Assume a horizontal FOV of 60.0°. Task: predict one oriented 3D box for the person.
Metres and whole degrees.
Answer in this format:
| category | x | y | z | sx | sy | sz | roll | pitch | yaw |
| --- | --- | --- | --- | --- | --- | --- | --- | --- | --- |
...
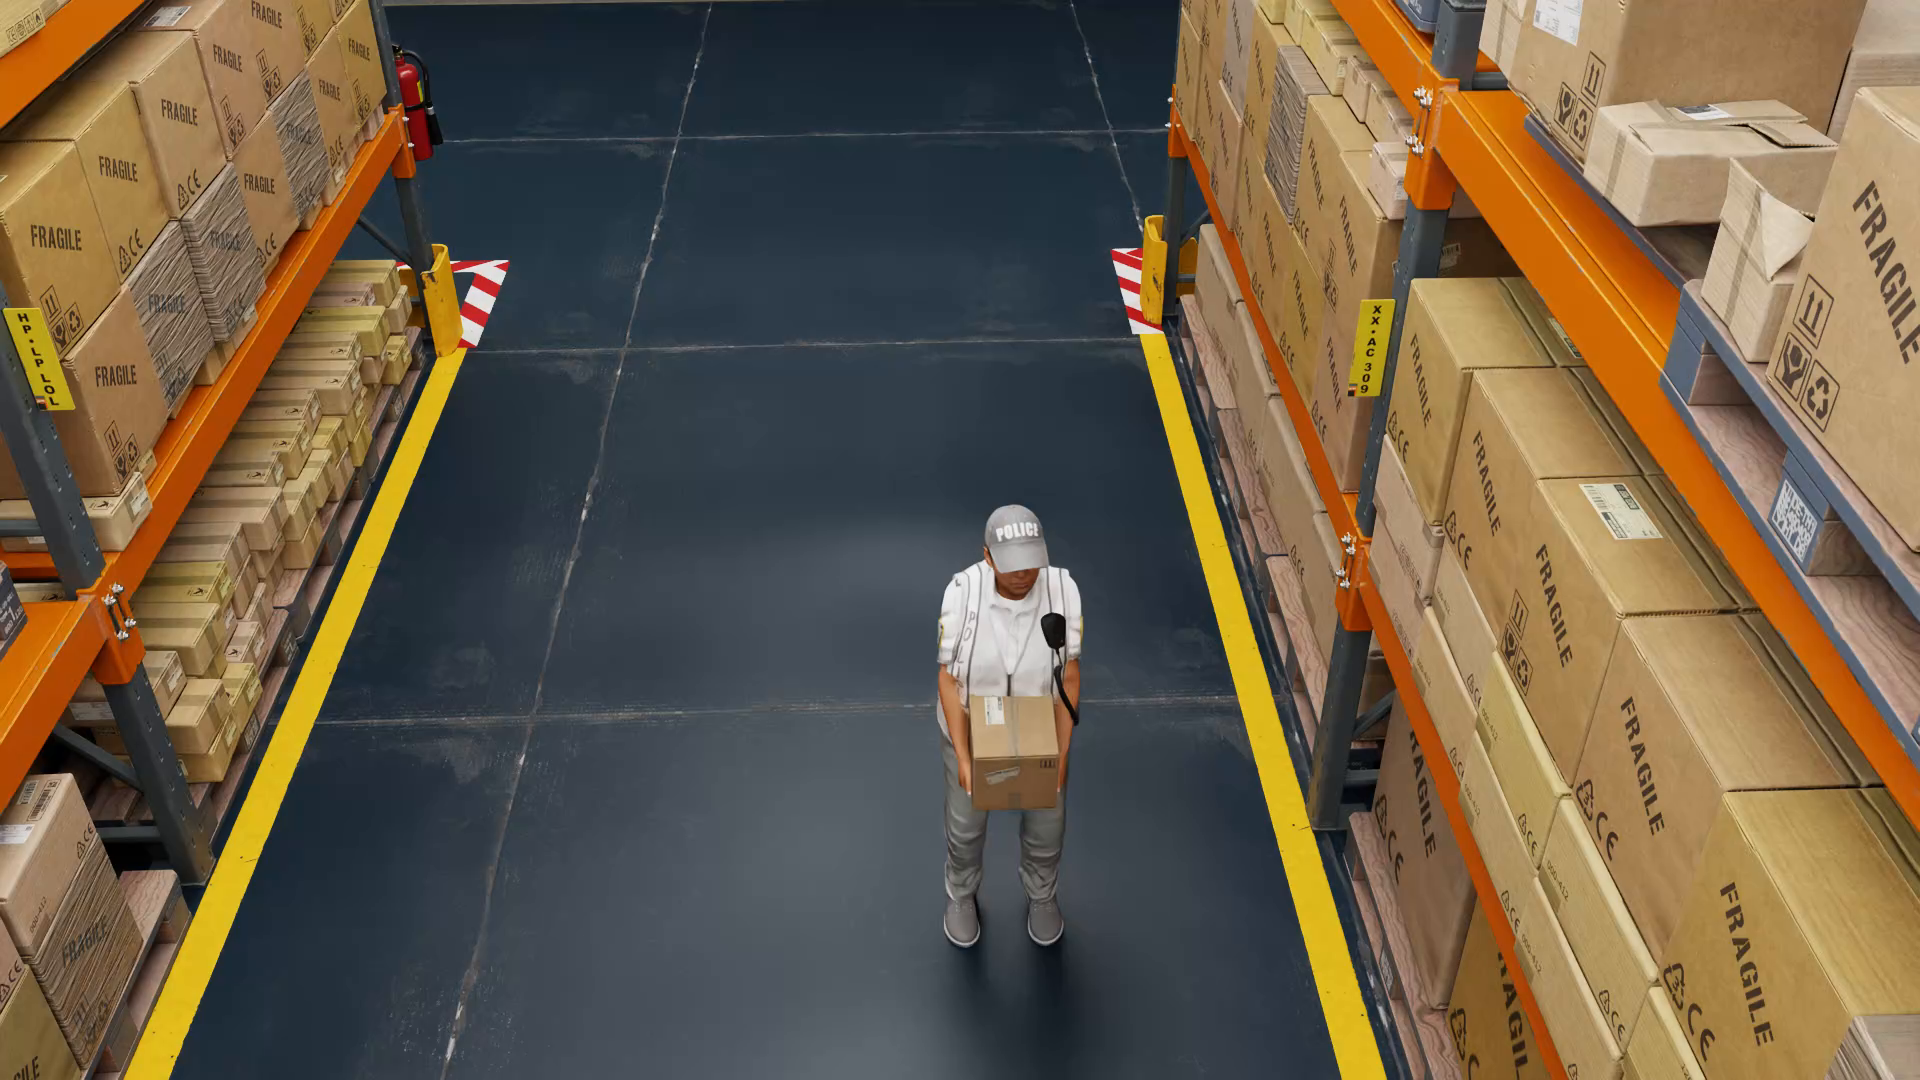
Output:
| category | x | y | z | sx | sy | sz | roll | pitch | yaw |
| --- | --- | --- | --- | --- | --- | --- | --- | --- | --- |
| person | 0.158 | 0.653 | 5.235 | 0.452 | 1.662 | 0.518 | -2 | 35 | -2 |
